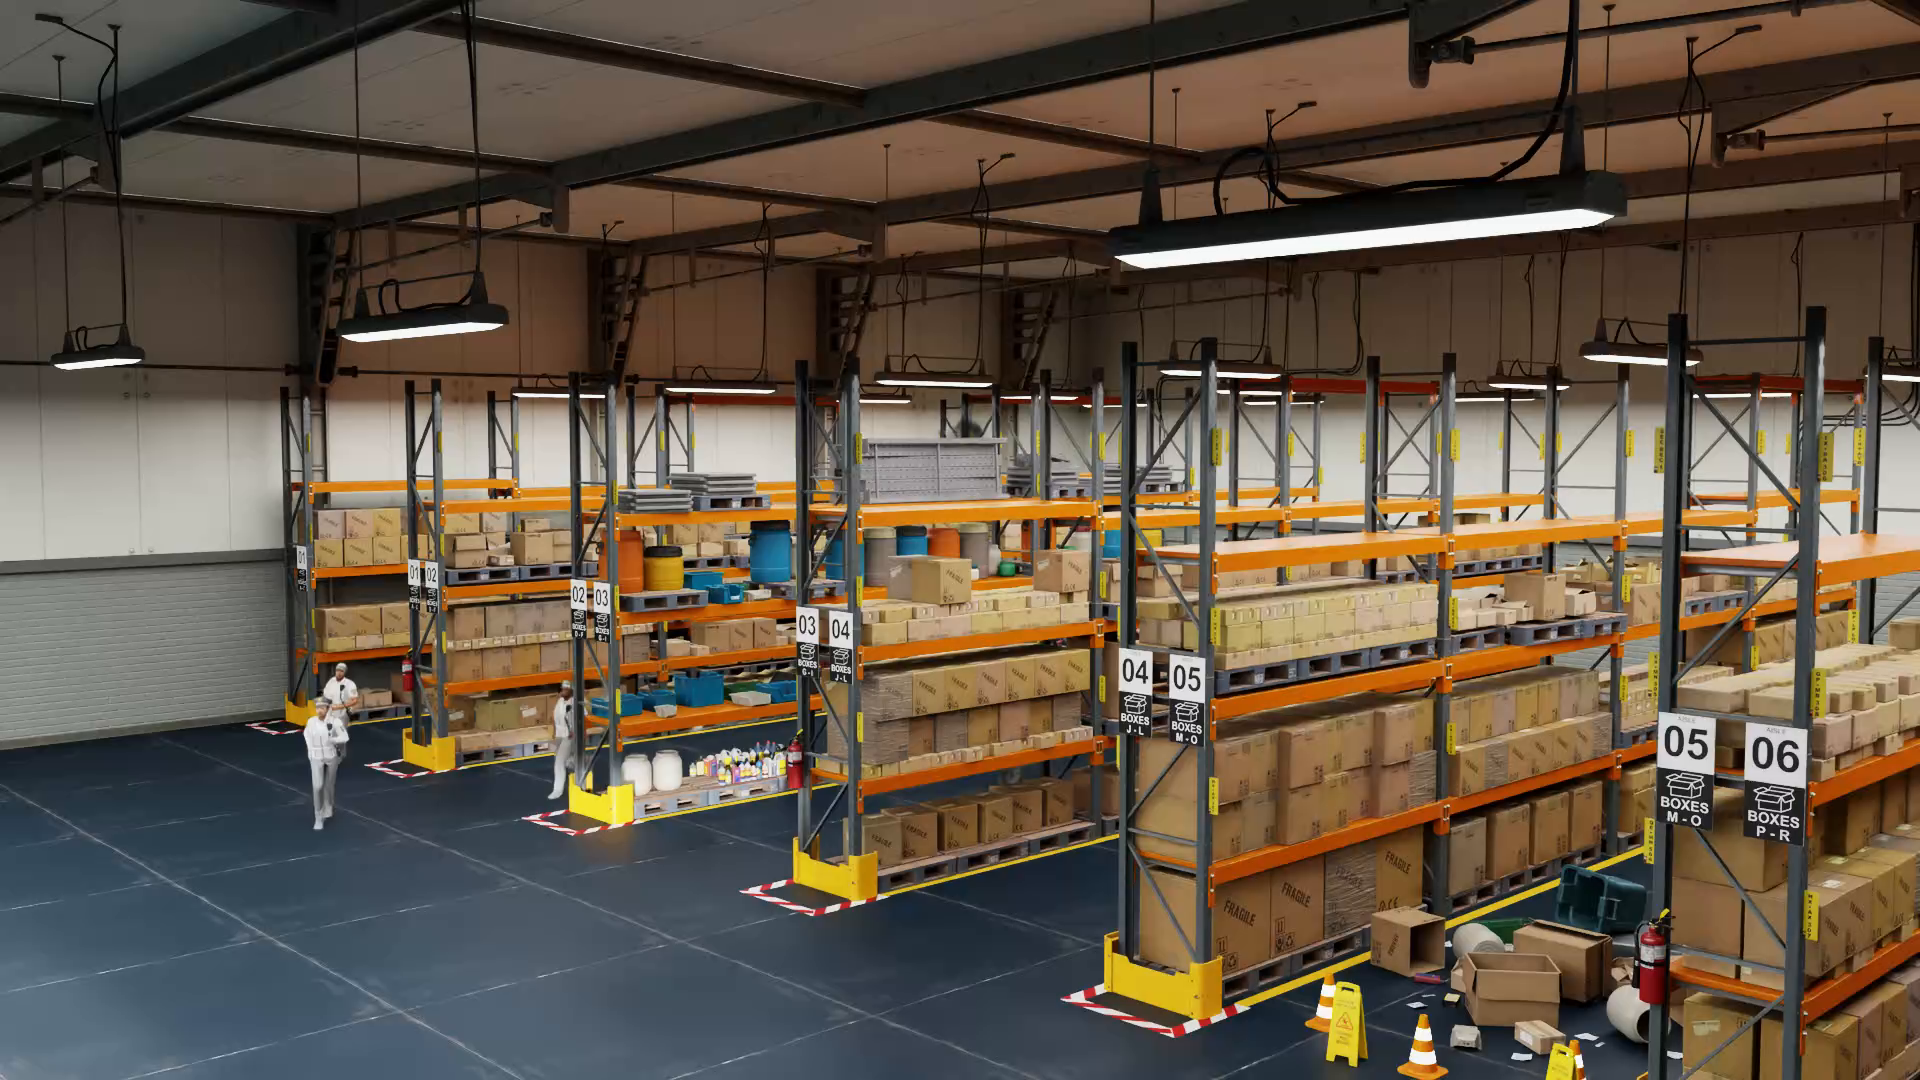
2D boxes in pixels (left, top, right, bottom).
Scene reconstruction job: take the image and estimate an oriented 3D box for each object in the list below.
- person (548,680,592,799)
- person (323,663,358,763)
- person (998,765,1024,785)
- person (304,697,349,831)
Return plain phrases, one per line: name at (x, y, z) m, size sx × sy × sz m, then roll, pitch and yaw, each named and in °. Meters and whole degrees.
person at (-5.601, 2.831, 23.892) m, size 0.568 × 1.683 × 0.869 m, roll 3°, pitch 5°, yaw 38°
person at (-9.545, 2.712, 25.481) m, size 0.630 × 1.657 × 0.859 m, roll 0°, pitch 4°, yaw 3°
person at (0.701, 2.742, 24.280) m, size 0.634 × 1.783 × 0.690 m, roll 2°, pitch 4°, yaw 32°
person at (-8.371, 2.923, 21.984) m, size 0.584 × 1.754 × 0.775 m, roll -1°, pitch 4°, yaw -15°
